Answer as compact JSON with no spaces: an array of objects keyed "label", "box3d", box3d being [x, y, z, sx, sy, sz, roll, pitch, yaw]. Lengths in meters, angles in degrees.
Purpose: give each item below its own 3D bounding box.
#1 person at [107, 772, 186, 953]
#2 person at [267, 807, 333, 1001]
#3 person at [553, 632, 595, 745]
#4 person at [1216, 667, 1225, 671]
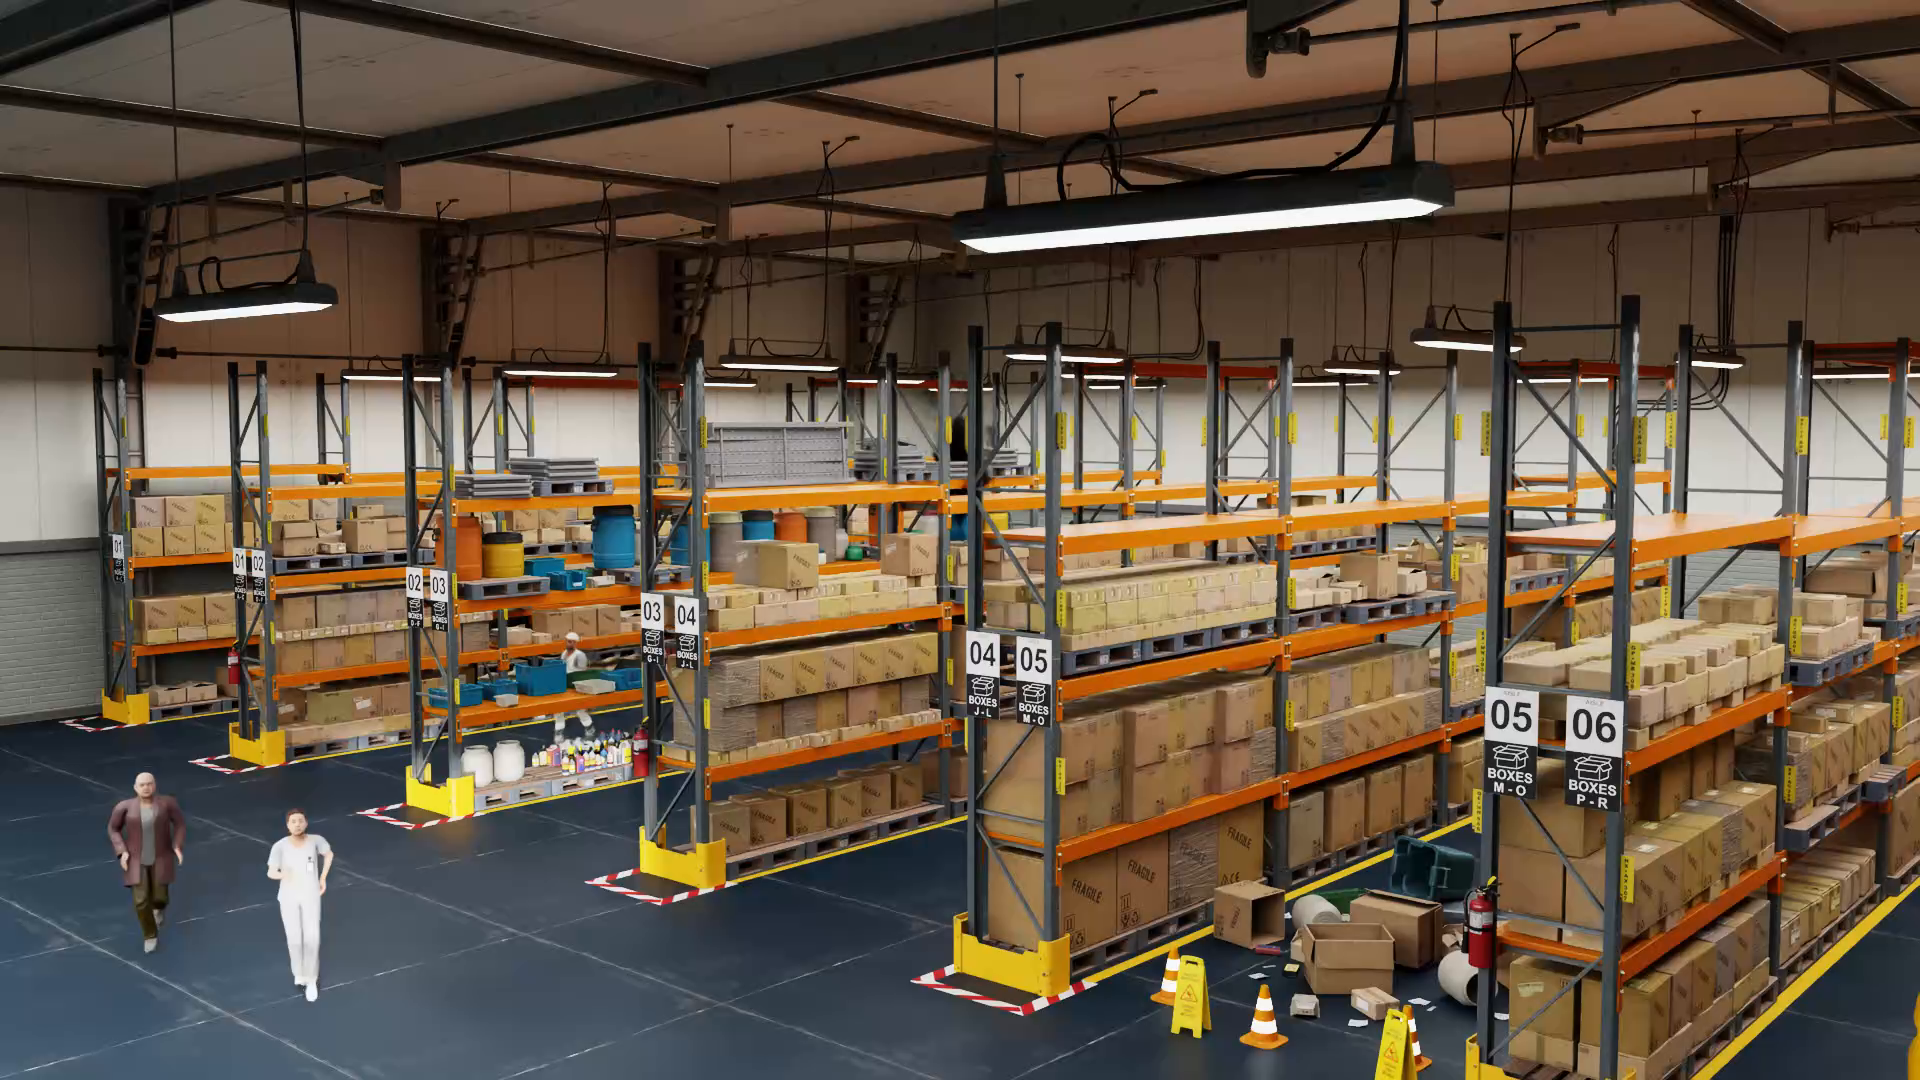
[{"label":"person","box3d":[-7.963,3.112,16.297,0.694,1.731,0.693,-2,5,-27]},{"label":"person","box3d":[-5.889,3.365,14.871,0.544,1.452,0.691,-1,4,-20]},{"label":"person","box3d":[-6.059,2.351,25.944,0.650,1.840,0.807,2,5,28]},{"label":"person","box3d":[3.644,2.607,23.512,0.587,1.693,0.836,3,5,33]}]
